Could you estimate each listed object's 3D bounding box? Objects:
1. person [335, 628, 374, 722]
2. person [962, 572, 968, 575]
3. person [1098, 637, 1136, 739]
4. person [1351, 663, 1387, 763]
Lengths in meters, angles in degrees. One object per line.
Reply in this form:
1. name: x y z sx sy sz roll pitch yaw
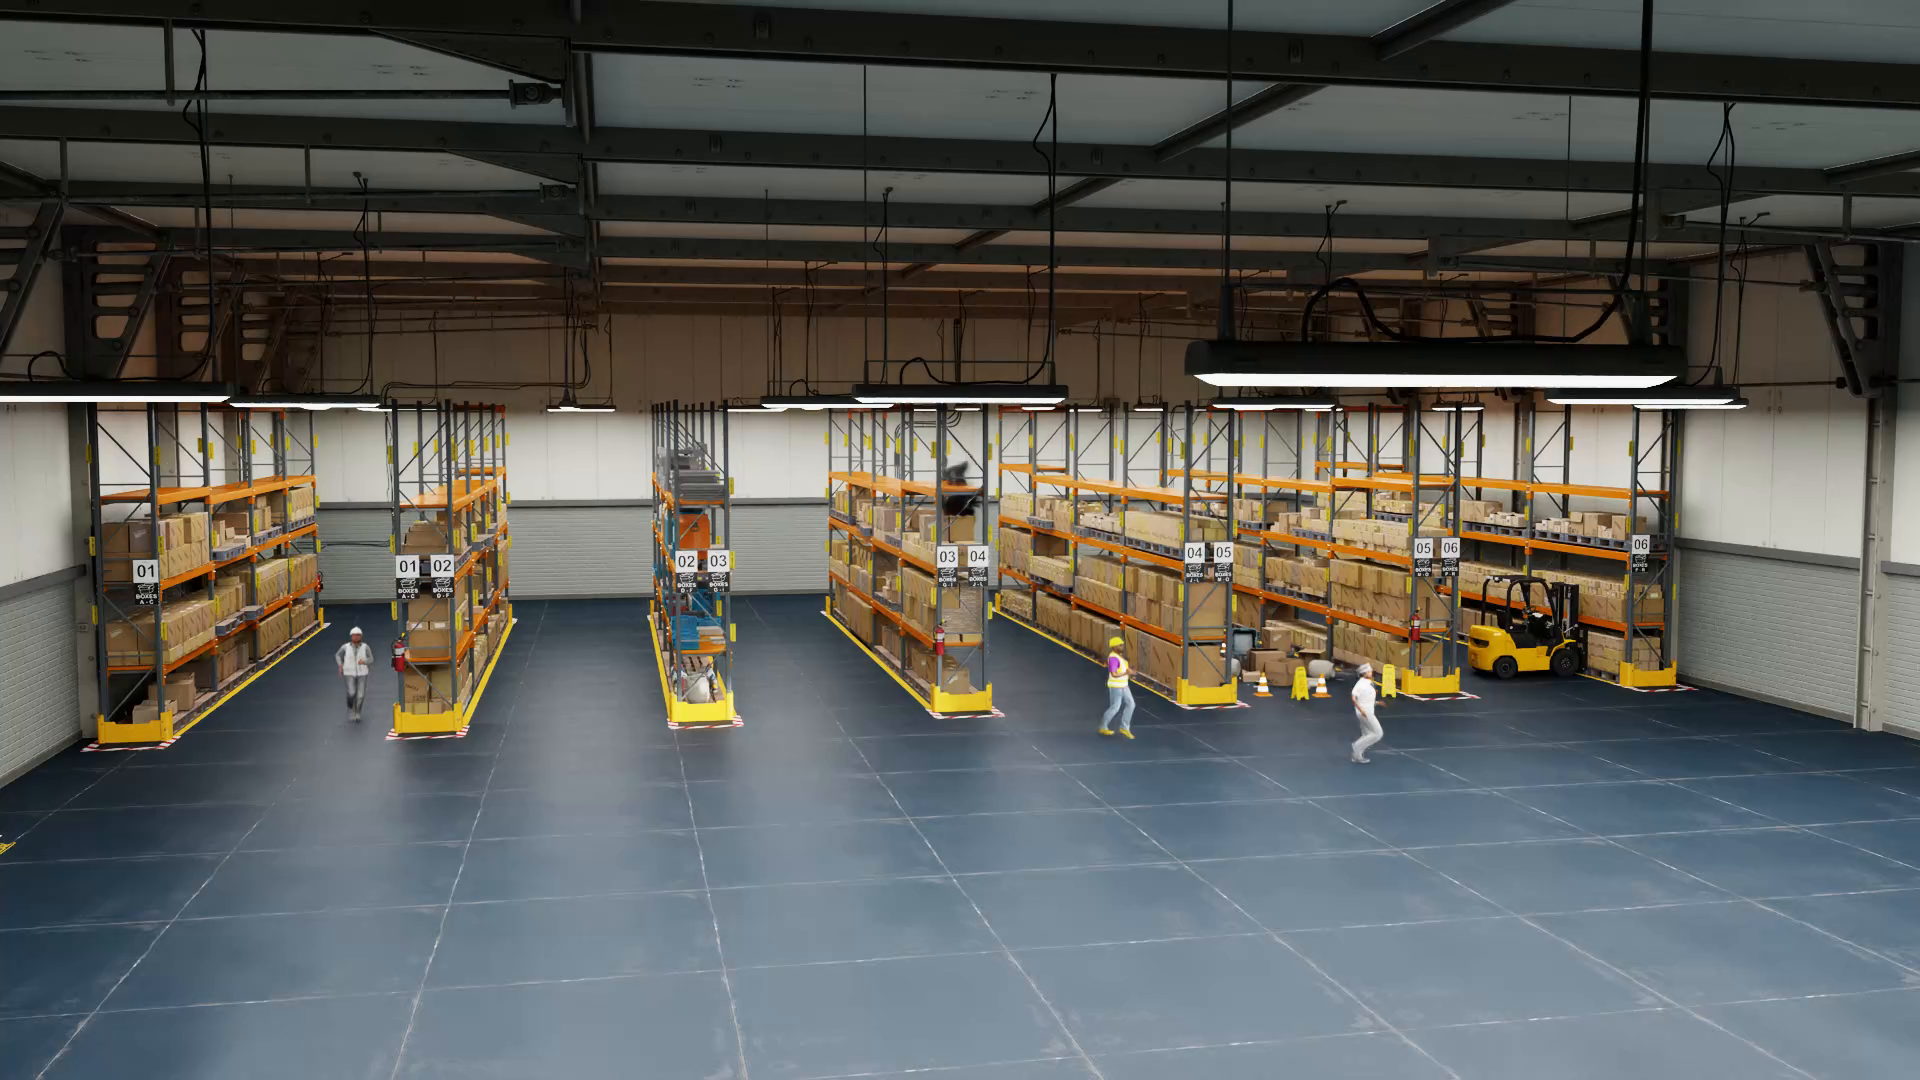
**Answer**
1. person: -11.240 2.506 30.930 0.644 1.751 0.642 -2 5 -27
2. person: 0.159 1.315 47.013 0.716 1.781 0.900 0 4 -2
3. person: 2.800 2.628 29.383 0.717 1.825 0.674 2 5 24
4. person: 6.700 2.834 27.243 0.559 1.652 0.560 1 4 17
